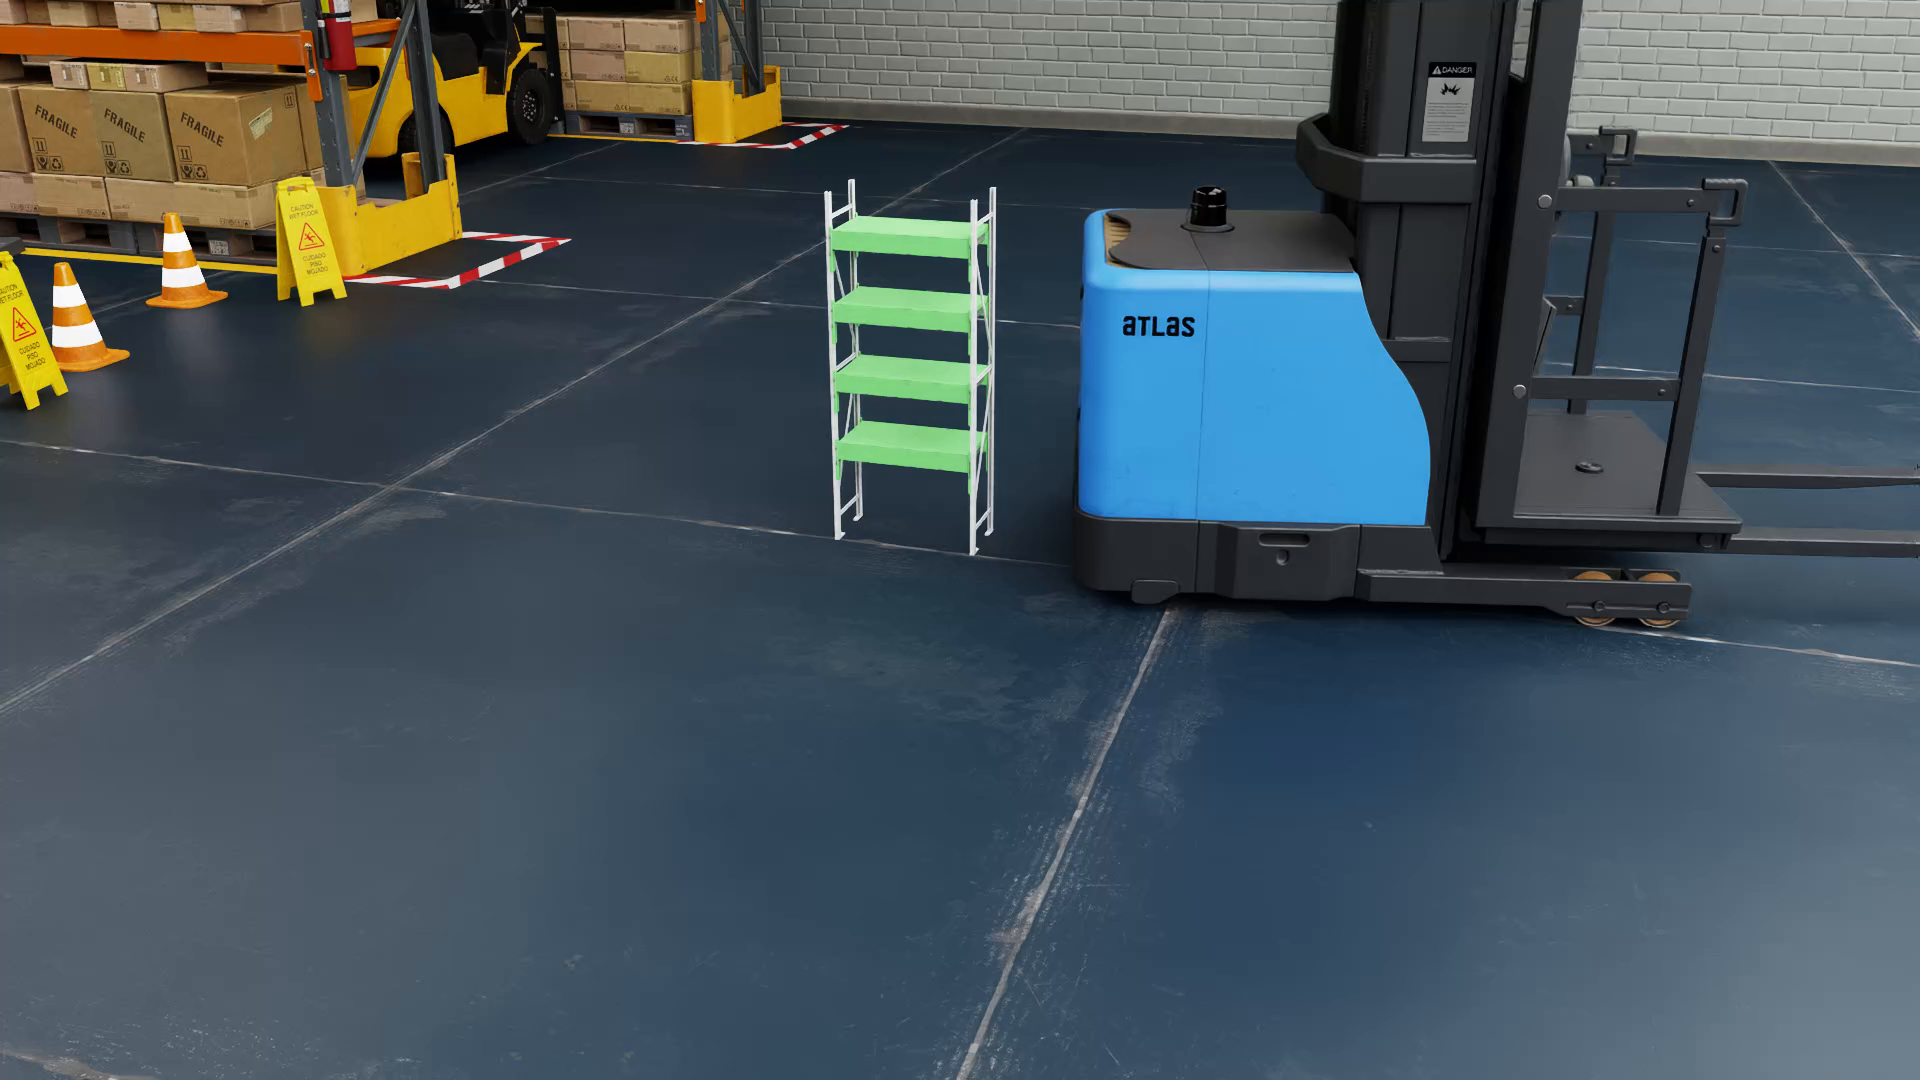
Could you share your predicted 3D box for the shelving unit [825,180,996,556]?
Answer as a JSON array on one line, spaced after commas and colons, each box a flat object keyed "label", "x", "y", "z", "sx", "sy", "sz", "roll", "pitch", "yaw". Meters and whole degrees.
[{"label": "shelving unit", "x": -0.158, "y": -0.573, "z": 5.587, "sx": 0.503, "sy": 1.200, "sz": 0.258, "roll": 7, "pitch": 23, "yaw": 16}]

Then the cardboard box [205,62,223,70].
[{"label": "cardboard box", "x": -6.993, "y": -4.572, "z": 15.539, "sx": 0.625, "sy": 0.625, "sz": 0.875, "roll": 6, "pitch": 23, "yaw": 15}]

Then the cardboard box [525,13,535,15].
[{"label": "cardboard box", "x": -3.910, "y": -4.383, "z": 14.254, "sx": 0.500, "sy": 0.250, "sz": 0.500, "roll": 6, "pitch": 23, "yaw": 14}]

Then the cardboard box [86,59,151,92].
[{"label": "cardboard box", "x": -4.803, "y": -2.700, "z": 9.627, "sx": 0.250, "sy": 0.149, "sz": 0.380, "roll": 7, "pitch": 23, "yaw": 16}]

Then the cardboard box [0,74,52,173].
[{"label": "cardboard box", "x": -5.681, "y": -2.526, "z": 10.057, "sx": 0.500, "sy": 0.500, "sz": 0.500, "roll": 8, "pitch": 24, "yaw": 18}]

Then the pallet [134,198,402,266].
[{"label": "pallet", "x": -4.190, "y": -1.913, "z": 10.156, "sx": 1.213, "sy": 0.211, "sz": 1.003, "roll": 7, "pitch": 23, "yaw": 16}]

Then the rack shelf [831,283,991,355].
[{"label": "rack shelf", "x": -0.158, "y": -0.736, "z": 5.520, "sx": 0.480, "sy": 0.148, "sz": 0.258, "roll": 7, "pitch": 23, "yaw": 16}]

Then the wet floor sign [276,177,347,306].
[{"label": "wet floor sign", "x": -3.477, "y": -1.594, "z": 8.806, "sx": 0.232, "sy": 0.644, "sz": 0.267, "roll": 16, "pitch": 27, "yaw": 34}]

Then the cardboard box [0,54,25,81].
[{"label": "cardboard box", "x": -5.839, "y": -2.818, "z": 9.915, "sx": 0.250, "sy": 0.149, "sz": 0.380, "roll": 8, "pitch": 24, "yaw": 19}]

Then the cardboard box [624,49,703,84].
[{"label": "cardboard box", "x": -2.476, "y": -3.990, "z": 13.956, "sx": 0.500, "sy": 0.250, "sz": 0.500, "roll": 6, "pitch": 23, "yaw": 15}]

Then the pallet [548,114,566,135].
[{"label": "pallet", "x": -3.828, "y": -3.810, "z": 14.780, "sx": 1.213, "sy": 0.211, "sz": 1.003, "roll": 7, "pitch": 23, "yaw": 15}]

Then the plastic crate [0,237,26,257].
[{"label": "plastic crate", "x": -5.913, "y": -1.711, "z": 9.835, "sx": 0.583, "sy": 0.080, "sz": 0.402, "roll": -1, "pitch": 22, "yaw": -3}]

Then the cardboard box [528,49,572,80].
[{"label": "cardboard box", "x": -3.453, "y": -4.098, "z": 14.219, "sx": 0.500, "sy": 0.250, "sz": 0.500, "roll": 6, "pitch": 23, "yaw": 14}]

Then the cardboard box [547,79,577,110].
[{"label": "cardboard box", "x": -3.411, "y": -3.872, "z": 14.327, "sx": 0.500, "sy": 0.250, "sz": 0.500, "roll": 7, "pitch": 23, "yaw": 16}]

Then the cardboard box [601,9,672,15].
[{"label": "cardboard box", "x": -2.805, "y": -4.457, "z": 14.435, "sx": 0.500, "sy": 0.250, "sz": 0.500, "roll": 7, "pitch": 23, "yaw": 16}]

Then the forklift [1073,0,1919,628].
[{"label": "forklift", "x": 1.899, "y": -1.294, "z": 5.063, "sx": 3.031, "sy": 2.935, "sz": 1.130, "roll": 1, "pitch": 22, "yaw": 3}]

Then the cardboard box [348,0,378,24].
[{"label": "cardboard box", "x": -3.615, "y": -3.089, "z": 9.680, "sx": 0.250, "sy": 0.149, "sz": 0.380, "roll": 7, "pitch": 23, "yaw": 16}]

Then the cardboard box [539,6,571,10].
[{"label": "cardboard box", "x": -3.769, "y": -4.574, "z": 14.721, "sx": 0.500, "sy": 0.250, "sz": 0.500, "roll": 6, "pitch": 23, "yaw": 14}]

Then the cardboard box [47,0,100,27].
[{"label": "cardboard box", "x": -5.015, "y": -3.055, "z": 9.596, "sx": 0.250, "sy": 0.149, "sz": 0.380, "roll": 6, "pitch": 23, "yaw": 15}]

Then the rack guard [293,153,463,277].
[{"label": "rack guard", "x": -3.423, "y": -1.945, "z": 9.853, "sx": 0.348, "sy": 0.500, "sz": 1.175, "roll": 7, "pitch": 23, "yaw": 16}]

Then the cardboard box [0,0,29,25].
[{"label": "cardboard box", "x": -5.499, "y": -3.103, "z": 9.714, "sx": 0.250, "sy": 0.149, "sz": 0.380, "roll": 6, "pitch": 23, "yaw": 15}]

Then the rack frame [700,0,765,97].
[{"label": "rack frame", "x": -1.920, "y": -4.897, "z": 13.756, "sx": 0.127, "sy": 3.000, "sz": 1.000, "roll": 7, "pitch": 23, "yaw": 16}]

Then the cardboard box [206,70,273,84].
[{"label": "cardboard box", "x": -4.567, "y": -2.609, "z": 10.260, "sx": 0.500, "sy": 0.500, "sz": 0.500, "roll": 6, "pitch": 23, "yaw": 14}]

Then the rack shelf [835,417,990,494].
[{"label": "rack shelf", "x": -0.158, "y": -0.292, "z": 5.702, "sx": 0.480, "sy": 0.148, "sz": 0.258, "roll": 7, "pitch": 23, "yaw": 16}]

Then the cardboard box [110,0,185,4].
[{"label": "cardboard box", "x": -4.427, "y": -3.293, "z": 9.322, "sx": 0.500, "sy": 0.500, "sz": 0.500, "roll": 7, "pitch": 23, "yaw": 16}]

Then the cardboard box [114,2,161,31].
[{"label": "cardboard box", "x": -4.539, "y": -2.981, "z": 9.415, "sx": 0.250, "sy": 0.149, "sz": 0.380, "roll": 7, "pitch": 23, "yaw": 16}]

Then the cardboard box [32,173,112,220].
[{"label": "cardboard box", "x": -5.198, "y": -2.121, "z": 10.058, "sx": 0.500, "sy": 0.250, "sz": 0.500, "roll": 6, "pitch": 23, "yaw": 14}]

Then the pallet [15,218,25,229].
[{"label": "pallet", "x": -6.526, "y": -2.181, "z": 10.808, "sx": 1.213, "sy": 0.211, "sz": 1.003, "roll": 7, "pitch": 23, "yaw": 16}]

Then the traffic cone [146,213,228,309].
[{"label": "traffic cone", "x": -4.134, "y": -1.498, "z": 8.812, "sx": 0.334, "sy": 0.463, "sz": 0.336, "roll": 7, "pitch": 23, "yaw": 16}]

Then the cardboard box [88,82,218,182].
[{"label": "cardboard box", "x": -4.693, "y": -2.411, "z": 9.778, "sx": 0.500, "sy": 0.500, "sz": 0.500, "roll": 7, "pitch": 23, "yaw": 17}]

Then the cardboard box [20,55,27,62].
[{"label": "cardboard box", "x": -8.986, "y": -4.796, "z": 16.086, "sx": 0.625, "sy": 0.625, "sz": 0.875, "roll": 7, "pitch": 23, "yaw": 17}]

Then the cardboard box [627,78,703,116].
[{"label": "cardboard box", "x": -2.461, "y": -3.756, "z": 14.044, "sx": 0.500, "sy": 0.250, "sz": 0.500, "roll": 7, "pitch": 23, "yaw": 16}]

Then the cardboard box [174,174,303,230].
[{"label": "cardboard box", "x": -4.225, "y": -2.009, "z": 9.784, "sx": 0.500, "sy": 0.250, "sz": 0.500, "roll": 6, "pitch": 23, "yaw": 15}]

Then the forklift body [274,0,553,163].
[{"label": "forklift body", "x": -4.262, "y": -4.049, "z": 12.808, "sx": 1.214, "sy": 2.155, "sz": 2.313, "roll": 7, "pitch": 23, "yaw": 16}]

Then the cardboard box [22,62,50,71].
[{"label": "cardboard box", "x": -6.048, "y": -2.778, "z": 10.672, "sx": 0.500, "sy": 0.500, "sz": 0.500, "roll": 7, "pitch": 23, "yaw": 16}]

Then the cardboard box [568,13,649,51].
[{"label": "cardboard box", "x": -2.941, "y": -4.273, "z": 13.986, "sx": 0.500, "sy": 0.250, "sz": 0.500, "roll": 7, "pitch": 23, "yaw": 16}]

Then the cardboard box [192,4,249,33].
[{"label": "cardboard box", "x": -4.044, "y": -2.928, "z": 9.286, "sx": 0.250, "sy": 0.149, "sz": 0.380, "roll": 6, "pitch": 23, "yaw": 15}]

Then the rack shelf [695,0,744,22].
[{"label": "rack shelf", "x": -3.835, "y": -4.783, "z": 14.427, "sx": 4.000, "sy": 0.370, "sz": 1.077, "roll": 7, "pitch": 23, "yaw": 16}]

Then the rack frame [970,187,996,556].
[{"label": "rack frame", "x": 0.075, "y": -0.547, "z": 5.521, "sx": 0.015, "sy": 1.200, "sz": 0.240, "roll": 7, "pitch": 23, "yaw": 16}]
